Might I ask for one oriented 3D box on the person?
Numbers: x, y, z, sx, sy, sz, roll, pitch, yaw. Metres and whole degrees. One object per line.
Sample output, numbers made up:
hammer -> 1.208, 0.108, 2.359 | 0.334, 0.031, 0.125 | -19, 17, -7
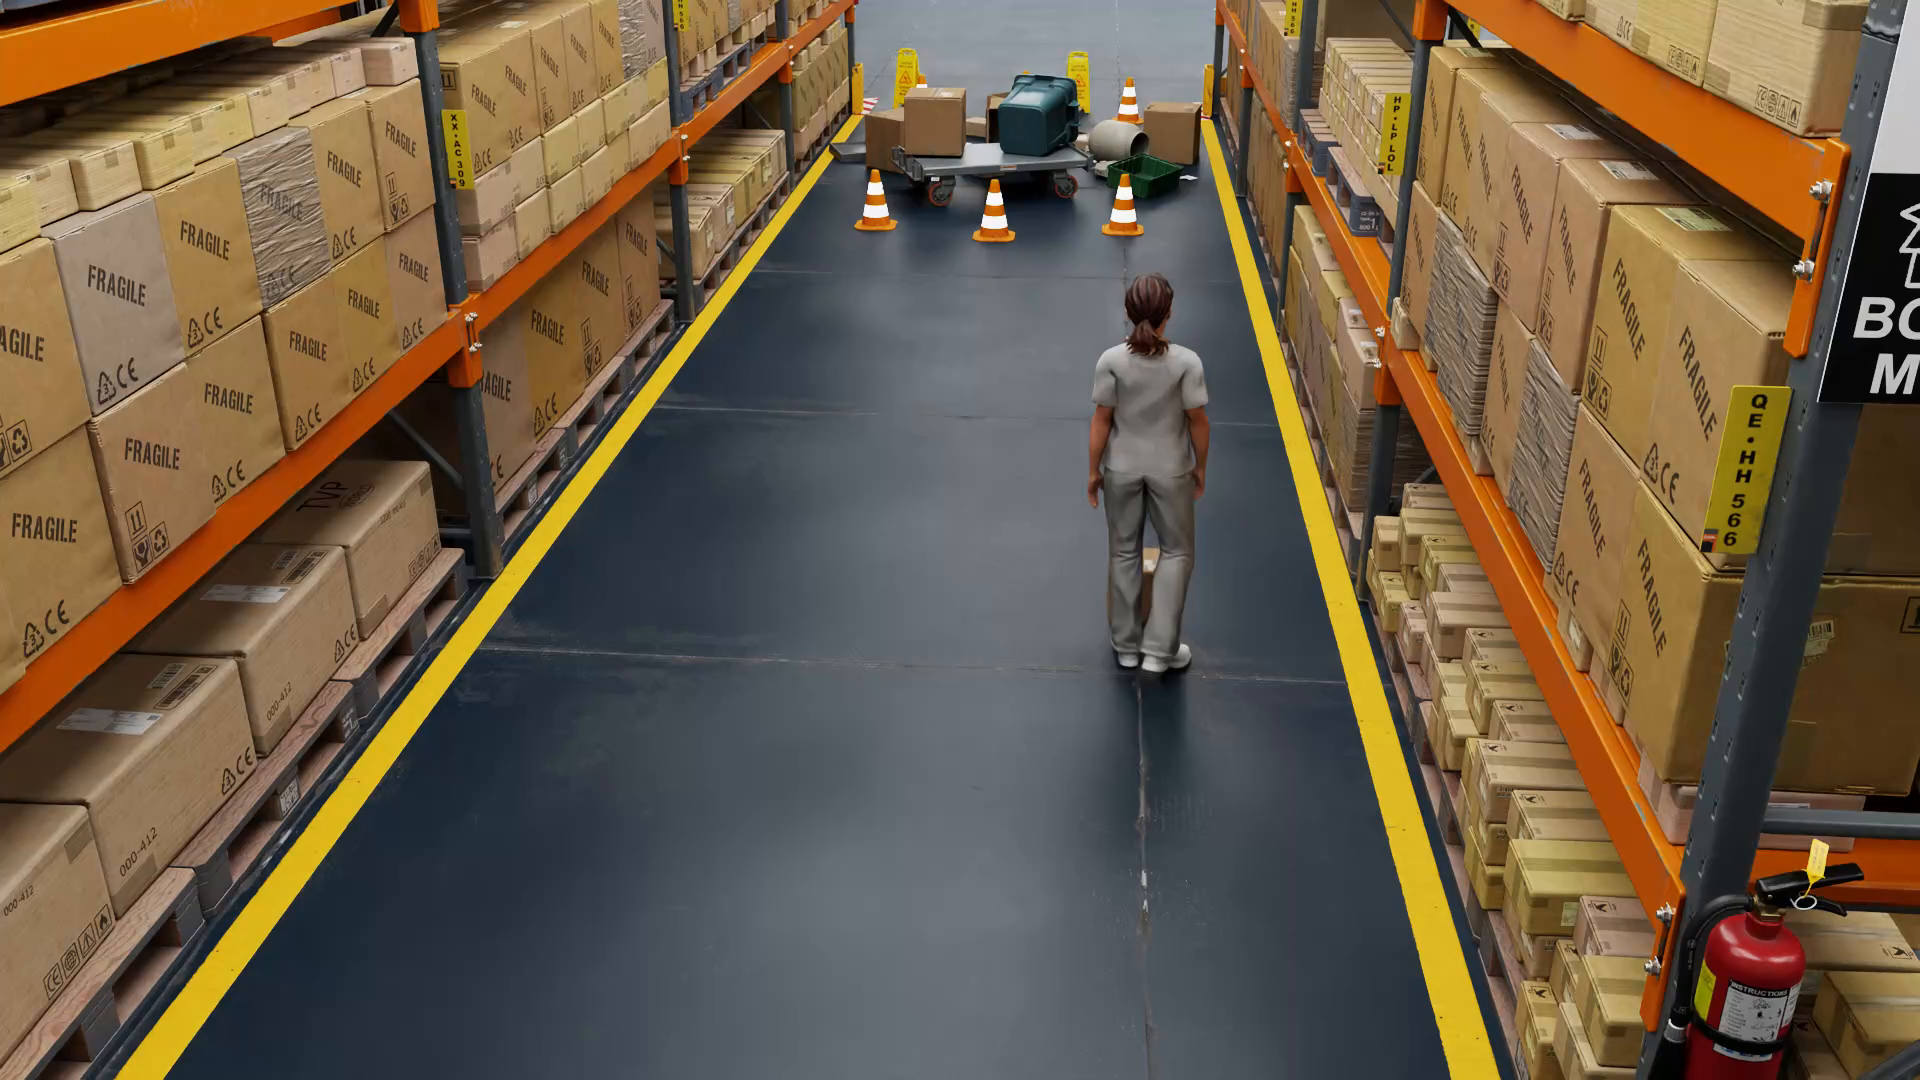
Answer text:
person -> 0.745, -0.255, 6.632 | 0.470, 1.668, 0.441 | 4, 25, 9
